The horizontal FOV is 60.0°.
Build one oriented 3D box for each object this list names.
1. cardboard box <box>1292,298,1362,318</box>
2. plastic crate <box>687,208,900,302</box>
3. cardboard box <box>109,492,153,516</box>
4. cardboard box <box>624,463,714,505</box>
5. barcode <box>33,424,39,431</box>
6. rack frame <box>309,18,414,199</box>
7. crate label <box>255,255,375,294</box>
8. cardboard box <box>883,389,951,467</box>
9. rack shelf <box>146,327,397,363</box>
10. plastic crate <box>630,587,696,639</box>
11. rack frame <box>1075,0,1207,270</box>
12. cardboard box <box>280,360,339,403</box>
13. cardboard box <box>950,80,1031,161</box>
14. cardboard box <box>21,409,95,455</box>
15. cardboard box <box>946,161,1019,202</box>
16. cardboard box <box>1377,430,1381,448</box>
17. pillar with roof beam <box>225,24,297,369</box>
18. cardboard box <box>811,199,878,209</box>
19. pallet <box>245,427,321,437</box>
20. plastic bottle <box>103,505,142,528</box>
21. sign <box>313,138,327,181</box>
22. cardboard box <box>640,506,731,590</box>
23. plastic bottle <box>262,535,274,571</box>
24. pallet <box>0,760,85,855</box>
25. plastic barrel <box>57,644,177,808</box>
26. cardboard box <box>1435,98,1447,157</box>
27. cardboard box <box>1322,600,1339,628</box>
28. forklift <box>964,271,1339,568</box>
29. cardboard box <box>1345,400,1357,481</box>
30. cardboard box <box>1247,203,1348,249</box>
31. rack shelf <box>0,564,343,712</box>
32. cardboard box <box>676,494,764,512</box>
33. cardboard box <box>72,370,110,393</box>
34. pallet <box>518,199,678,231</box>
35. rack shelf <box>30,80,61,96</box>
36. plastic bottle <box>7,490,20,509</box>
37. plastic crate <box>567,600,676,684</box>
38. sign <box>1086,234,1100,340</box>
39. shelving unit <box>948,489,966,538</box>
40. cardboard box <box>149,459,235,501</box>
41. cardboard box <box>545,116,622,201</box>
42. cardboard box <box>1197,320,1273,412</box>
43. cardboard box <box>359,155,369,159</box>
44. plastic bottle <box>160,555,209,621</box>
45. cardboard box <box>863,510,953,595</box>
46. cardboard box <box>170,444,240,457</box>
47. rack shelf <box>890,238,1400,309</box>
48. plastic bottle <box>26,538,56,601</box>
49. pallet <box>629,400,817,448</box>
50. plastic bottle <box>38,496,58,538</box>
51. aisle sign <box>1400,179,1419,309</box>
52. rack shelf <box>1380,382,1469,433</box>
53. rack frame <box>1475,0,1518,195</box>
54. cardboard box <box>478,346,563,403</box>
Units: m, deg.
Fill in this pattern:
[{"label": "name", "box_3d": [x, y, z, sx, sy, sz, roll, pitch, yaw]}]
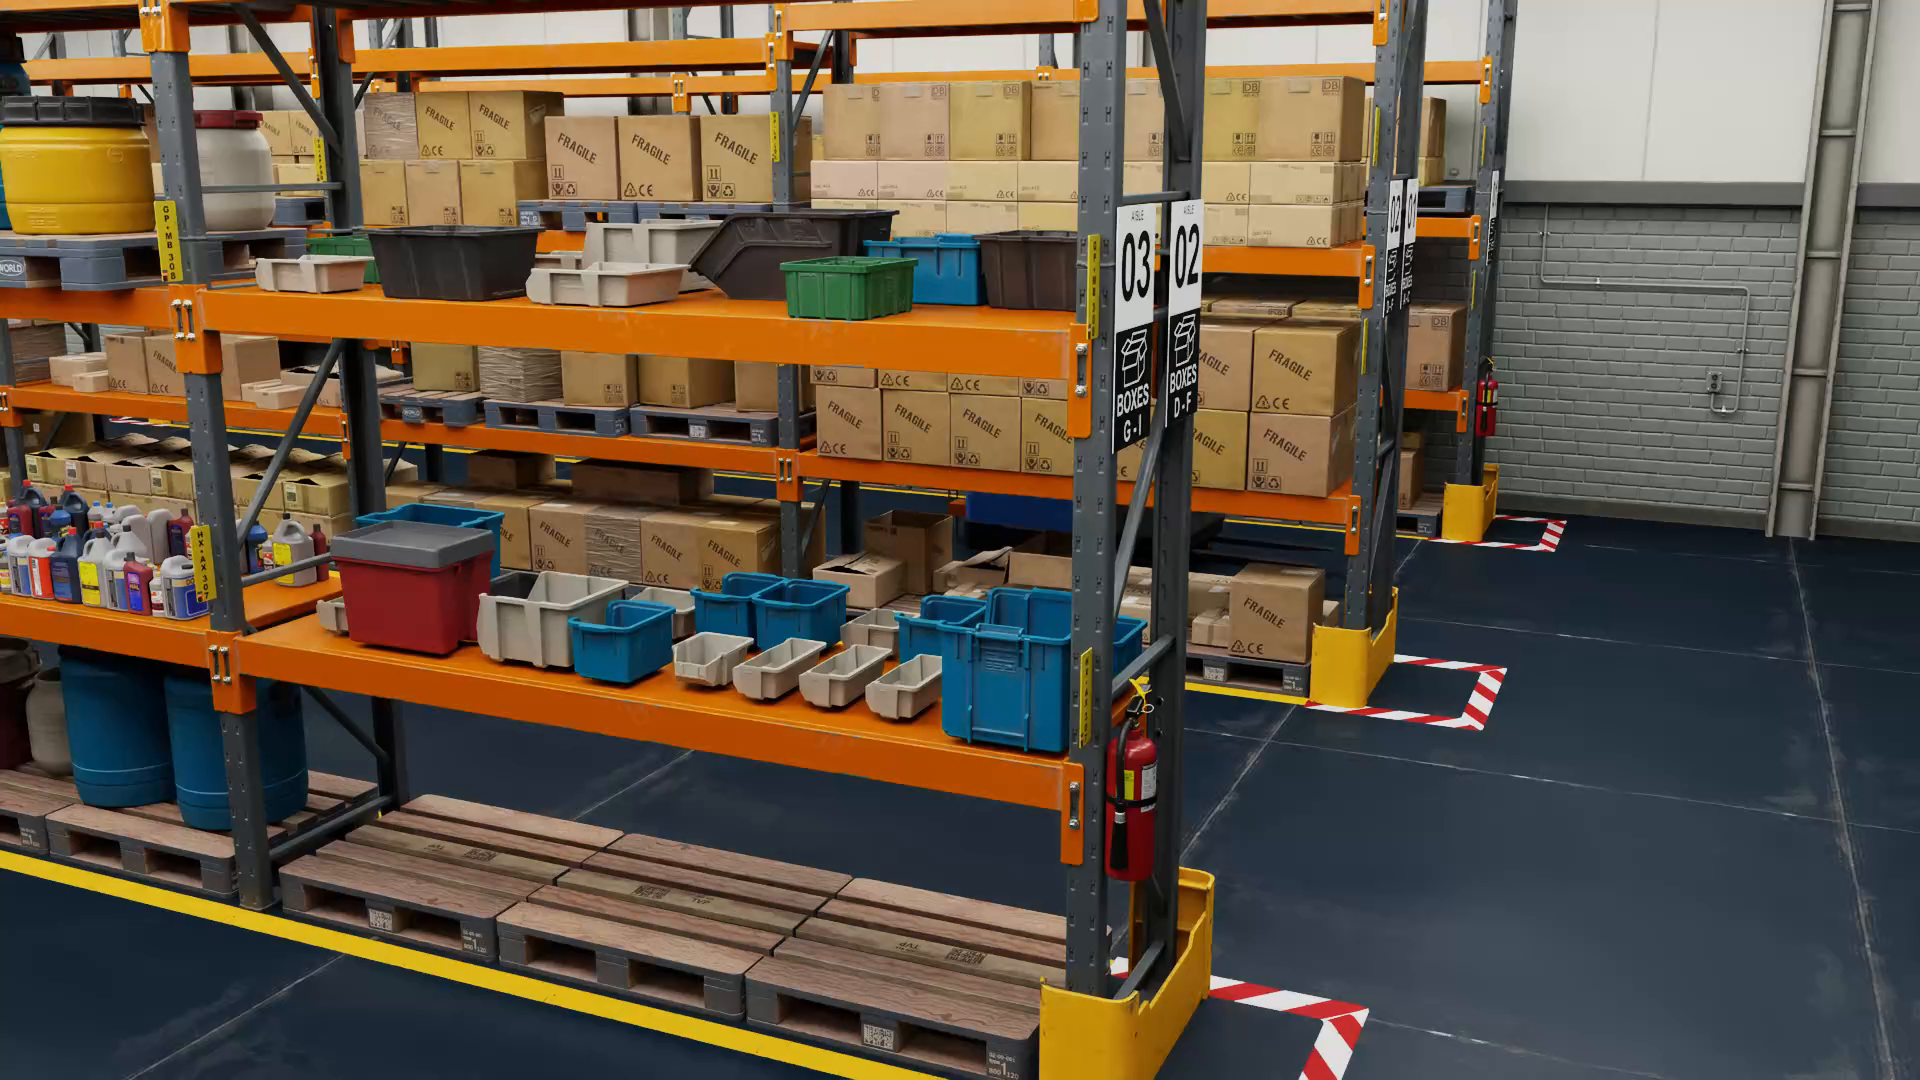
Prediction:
[{"label": "cardboard box", "box_3d": [3.503, -1.833, 15.342, 0.700, 0.700, 0.980, 6, 14, 23]}, {"label": "plastic crate", "box_3d": [-0.656, -1.136, 6.600, 0.767, 0.338, 0.504, 6, 14, 23]}, {"label": "cardboard box", "box_3d": [-7.122, -0.334, 14.710, 0.500, 0.250, 0.500, 5, 14, 22]}, {"label": "cardboard box", "box_3d": [-2.275, -0.462, 13.025, 0.500, 0.250, 0.500, 6, 14, 23]}, {"label": "barcode", "box_3d": [-8.267, -1.006, 14.883, 0.075, 0.075, 0.001, 6, 14, 23]}, {"label": "rack frame", "box_3d": [-4.675, -4.202, 12.965, 0.127, 3.000, 1.000, 6, 14, 23]}, {"label": "crate label", "box_3d": [-2.697, -1.104, 6.903, 0.466, 0.136, 0.293, 6, 14, 23]}, {"label": "cardboard box", "box_3d": [-0.192, -0.809, 11.419, 0.500, 0.500, 0.500, 6, 15, 24]}, {"label": "rack shelf", "box_3d": [-8.157, -2.522, 20.510, 4.000, 0.370, 1.077, 6, 14, 23]}, {"label": "plastic crate", "box_3d": [-1.313, 0.320, 7.270, 0.466, 0.136, 0.293, 6, 14, 23]}, {"label": "rack frame", "box_3d": [0.630, -2.428, 5.403, 0.127, 3.000, 1.000, 6, 14, 23]}, {"label": "cardboard box", "box_3d": [-5.414, -1.361, 14.186, 0.500, 0.311, 0.500, 6, 14, 23]}, {"label": "cardboard box", "box_3d": [0.302, -2.749, 10.932, 0.500, 0.500, 0.700, 6, 14, 23]}, {"label": "cardboard box", "box_3d": [-8.629, -0.991, 15.870, 0.500, 0.500, 0.500, 6, 14, 23]}, {"label": "cardboard box", "box_3d": [0.237, -2.351, 10.875, 0.500, 0.250, 0.500, 6, 14, 23]}, {"label": "cardboard box", "box_3d": [3.771, -0.897, 15.146, 0.250, 0.149, 0.380, 6, 14, 23]}, {"label": "pillar with roof beam", "box_3d": [-10.739, -5.194, 17.193, 0.400, 9.000, 9.100, 6, 14, 23]}, {"label": "cardboard box", "box_3d": [-0.673, -2.202, 11.336, 0.500, 0.250, 0.500, 6, 14, 23]}, {"label": "pallet", "box_3d": [-8.077, -1.497, 20.671, 1.213, 0.211, 1.003, 6, 14, 23]}, {"label": "plastic bottle", "box_3d": [-4.355, -0.046, 8.658, 0.135, 0.276, 0.152, 6, 14, 23]}, {"label": "sign", "box_3d": [-4.907, -2.917, 12.749, 0.005, 0.325, 0.100, 6, 14, 23]}, {"label": "cardboard box", "box_3d": [-2.033, 0.058, 12.451, 0.500, 0.500, 0.500, 6, 14, 23]}, {"label": "plastic bottle", "box_3d": [-3.425, 0.077, 8.295, 0.097, 0.201, 0.097, 0, 13, 0]}, {"label": "pallet", "box_3d": [-4.835, 1.288, 8.806, 1.213, 0.211, 1.003, 6, 14, 23]}, {"label": "plastic barrel", "box_3d": [-4.165, 0.820, 8.367, 0.708, 0.901, 0.600, 6, 14, 23]}, {"label": "cardboard box", "box_3d": [4.073, -3.700, 14.939, 0.500, 0.500, 0.500, 5, 14, 21]}, {"label": "cardboard box", "box_3d": [2.396, 0.522, 11.243, 0.250, 0.149, 0.380, 6, 14, 23]}, {"label": "forklift", "box_3d": [1.582, -1.235, 13.601, 3.031, 2.935, 1.130, 7, 15, 27]}, {"label": "cardboard box", "box_3d": [2.341, -0.686, 10.894, 0.500, 0.500, 0.500, 6, 15, 24]}, {"label": "cardboard box", "box_3d": [2.063, -1.921, 10.139, 0.500, 0.250, 0.500, 6, 14, 23]}, {"label": "rack shelf", "box_3d": [-4.856, 0.288, 8.537, 4.000, 0.370, 1.077, 6, 14, 23]}, {"label": "cardboard box", "box_3d": [-1.853, -0.051, 12.917, 0.500, 0.500, 0.500, 6, 14, 24]}, {"label": "cardboard box", "box_3d": [-7.605, -1.405, 14.725, 0.250, 0.149, 0.380, 6, 14, 23]}, {"label": "pallet", "box_3d": [-2.535, -2.451, 12.478, 1.003, 0.211, 1.213, 6, 14, 23]}, {"label": "rack shelf", "box_3d": [-10.160, -4.213, 15.459, 4.000, 0.370, 1.077, 6, 14, 23]}, {"label": "plastic bottle", "box_3d": [-5.097, -0.137, 9.026, 0.133, 0.283, 0.061, 6, 14, 23]}, {"label": "plastic crate", "box_3d": [-1.352, 0.409, 6.682, 0.300, 0.233, 0.416, 6, 14, 23]}, {"label": "sign", "box_3d": [0.422, -0.800, 5.262, 0.005, 0.325, 0.100, 6, 14, 23]}, {"label": "shelving unit", "box_3d": [0.049, -0.506, 14.614, 0.252, 1.050, 0.215, 6, 14, 23]}, {"label": "cardboard box", "box_3d": [-6.649, -0.558, 14.440, 0.500, 0.311, 0.500, 6, 15, 25]}, {"label": "cardboard box", "box_3d": [-2.669, -2.859, 12.448, 0.600, 0.600, 0.600, 5, 14, 21]}, {"label": "cardboard box", "box_3d": [1.659, -1.107, 10.500, 0.500, 0.500, 0.500, 6, 15, 25]}, {"label": "cardboard box", "box_3d": [-6.893, -4.201, 19.263, 0.500, 0.500, 0.500, 6, 15, 25]}, {"label": "plastic bottle", "box_3d": [-3.518, 0.214, 7.548, 0.135, 0.276, 0.152, 6, 14, 23]}, {"label": "cardboard box", "box_3d": [-0.382, 0.085, 12.337, 0.500, 0.500, 0.500, 6, 14, 23]}, {"label": "cardboard box", "box_3d": [-6.912, -0.720, 15.127, 0.500, 0.311, 0.500, 6, 14, 23]}, {"label": "rack shelf", "box_3d": [0.811, -1.837, 11.024, 4.000, 0.370, 1.077, 6, 14, 23]}, {"label": "plastic bottle", "box_3d": [-4.314, 0.134, 7.891, 0.135, 0.276, 0.152, 6, 14, 23]}, {"label": "pallet", "box_3d": [-1.704, -0.915, 12.508, 1.213, 0.211, 1.003, 6, 14, 23]}, {"label": "plastic bottle", "box_3d": [-4.830, -0.094, 8.846, 0.133, 0.283, 0.061, 6, 14, 23]}, {"label": "aisle sign", "box_3d": [2.821, -1.862, 10.434, 0.004, 0.787, 0.394, 6, 14, 23]}, {"label": "rack shelf", "box_3d": [2.814, -1.411, 15.778, 4.000, 0.370, 1.077, 6, 14, 23]}, {"label": "rack frame", "box_3d": [4.643, -4.497, 14.222, 0.127, 3.000, 1.000, 6, 14, 23]}, {"label": "cardboard box", "box_3d": [-3.294, -1.376, 12.913, 0.500, 0.500, 0.700, 9, 16, 34]}]
